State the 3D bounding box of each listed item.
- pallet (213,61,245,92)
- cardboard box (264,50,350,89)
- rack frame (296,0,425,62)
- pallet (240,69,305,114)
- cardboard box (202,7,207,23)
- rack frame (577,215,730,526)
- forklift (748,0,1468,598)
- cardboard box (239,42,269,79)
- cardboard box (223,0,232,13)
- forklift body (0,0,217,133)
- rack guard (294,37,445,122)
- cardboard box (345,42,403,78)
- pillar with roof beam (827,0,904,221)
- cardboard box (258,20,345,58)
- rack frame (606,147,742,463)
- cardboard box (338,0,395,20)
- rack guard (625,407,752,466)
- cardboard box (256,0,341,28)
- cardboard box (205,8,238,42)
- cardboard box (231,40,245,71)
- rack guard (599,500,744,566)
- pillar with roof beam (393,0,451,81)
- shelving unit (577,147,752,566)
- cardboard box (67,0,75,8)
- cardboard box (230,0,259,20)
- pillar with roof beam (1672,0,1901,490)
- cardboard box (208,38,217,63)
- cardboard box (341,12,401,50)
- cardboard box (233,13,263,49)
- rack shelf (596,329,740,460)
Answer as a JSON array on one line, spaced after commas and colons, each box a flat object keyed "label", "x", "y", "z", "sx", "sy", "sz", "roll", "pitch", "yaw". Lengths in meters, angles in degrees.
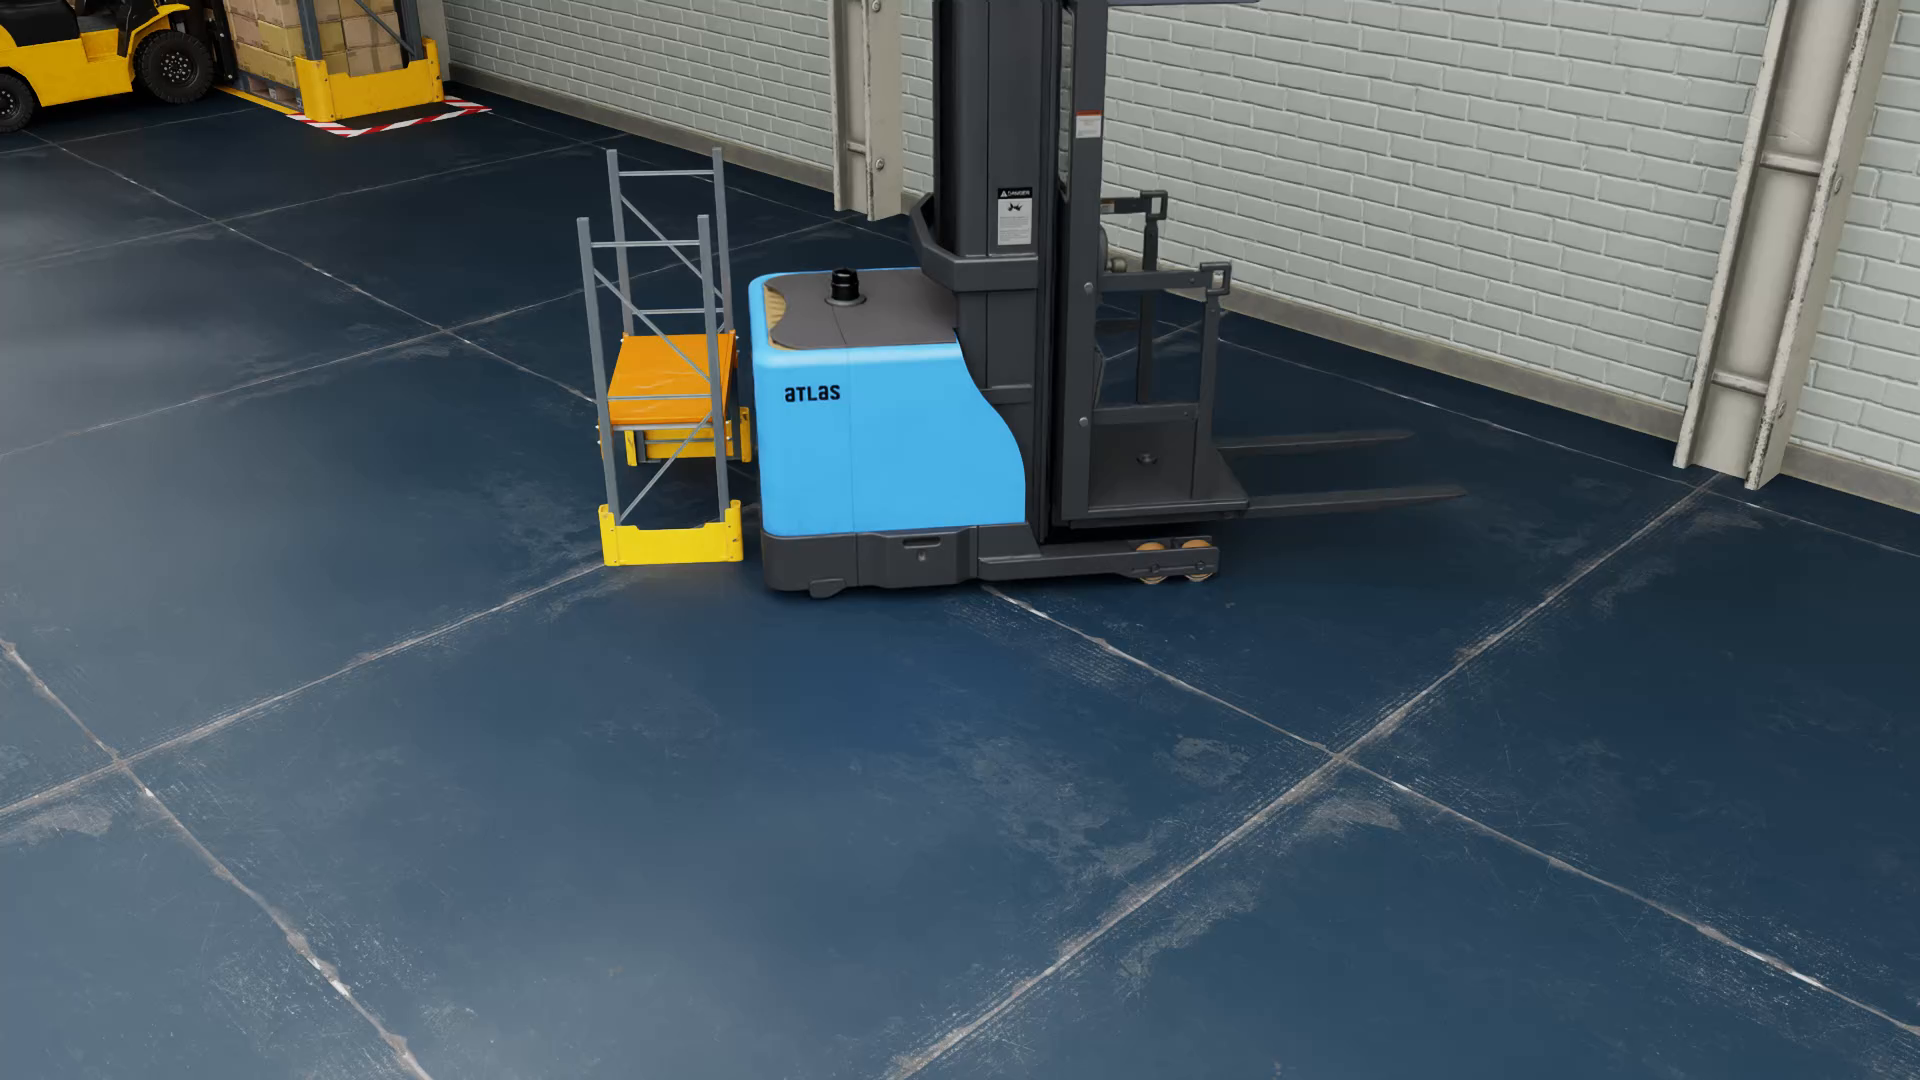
[{"label": "pallet", "x": -6.489, "y": -4.460, "z": 15.505, "sx": 1.213, "sy": 0.211, "sz": 1.003, "roll": 25, "pitch": 36, "yaw": 38}, {"label": "cardboard box", "x": -5.605, "y": -4.078, "z": 14.285, "sx": 0.500, "sy": 0.250, "sz": 0.500, "roll": 25, "pitch": 37, "yaw": 39}, {"label": "rack frame", "x": -5.048, "y": -5.060, "z": 13.651, "sx": 0.127, "sy": 3.000, "sz": 1.000, "roll": 25, "pitch": 36, "yaw": 38}, {"label": "pallet", "x": -5.623, "y": -4.062, "z": 14.748, "sx": 1.213, "sy": 0.211, "sz": 1.003, "roll": 25, "pitch": 36, "yaw": 38}, {"label": "cardboard box", "x": -6.702, "y": -4.799, "z": 15.119, "sx": 0.500, "sy": 0.250, "sz": 0.500, "roll": 24, "pitch": 36, "yaw": 38}, {"label": "rack frame", "x": -1.216, "y": -0.574, "z": 6.731, "sx": 0.500, "sy": 1.500, "sz": 0.032, "roll": -2, "pitch": 28, "yaw": -4}, {"label": "forklift", "x": 0.643, "y": -1.359, "z": 6.684, "sx": 3.031, "sy": 2.935, "sz": 1.130, "roll": -4, "pitch": 28, "yaw": -7}, {"label": "cardboard box", "x": -5.953, "y": -4.243, "z": 14.599, "sx": 0.500, "sy": 0.250, "sz": 0.500, "roll": 25, "pitch": 36, "yaw": 38}, {"label": "cardboard box", "x": -6.330, "y": -4.844, "z": 14.669, "sx": 0.500, "sy": 0.250, "sz": 0.500, "roll": -25, "pitch": 37, "yaw": -39}, {"label": "forklift body", "x": -7.679, "y": -4.698, "z": 13.873, "sx": 1.214, "sy": 2.155, "sz": 2.313, "roll": 25, "pitch": 36, "yaw": 38}, {"label": "rack guard", "x": -5.031, "y": -3.946, "z": 14.217, "sx": 0.348, "sy": 0.500, "sz": 1.175, "roll": 25, "pitch": 36, "yaw": 38}, {"label": "cardboard box", "x": -5.261, "y": -4.254, "z": 14.621, "sx": 0.500, "sy": 0.250, "sz": 0.500, "roll": 25, "pitch": 37, "yaw": 39}, {"label": "pillar with roof beam", "x": -3.653, "y": -4.855, "z": 6.815, "sx": 0.400, "sy": 9.000, "sz": 9.100, "roll": 25, "pitch": 36, "yaw": 38}, {"label": "cardboard box", "x": -5.614, "y": -4.305, "z": 14.181, "sx": 0.500, "sy": 0.250, "sz": 0.500, "roll": 24, "pitch": 36, "yaw": 38}, {"label": "rack frame", "x": -1.294, "y": -1.046, "z": 7.628, "sx": 0.500, "sy": 1.500, "sz": 0.032, "roll": -2, "pitch": 28, "yaw": -4}, {"label": "cardboard box", "x": -5.258, "y": -4.691, "z": 14.378, "sx": 0.500, "sy": 0.250, "sz": 0.500, "roll": 24, "pitch": 36, "yaw": 38}, {"label": "rack guard", "x": -1.294, "y": -0.492, "z": 7.918, "sx": 0.587, "sy": 0.250, "sz": 0.087, "roll": -2, "pitch": 28, "yaw": -4}, {"label": "cardboard box", "x": -5.595, "y": -4.518, "z": 14.049, "sx": 0.500, "sy": 0.250, "sz": 0.500, "roll": -24, "pitch": 36, "yaw": -38}, {"label": "cardboard box", "x": -6.347, "y": -4.634, "z": 14.806, "sx": 0.500, "sy": 0.250, "sz": 0.500, "roll": 24, "pitch": 36, "yaw": 37}, {"label": "cardboard box", "x": -6.303, "y": -4.409, "z": 14.916, "sx": 0.500, "sy": 0.250, "sz": 0.500, "roll": -25, "pitch": 37, "yaw": -39}, {"label": "rack guard", "x": -1.217, "y": -0.030, "z": 7.039, "sx": 0.587, "sy": 0.250, "sz": 0.087, "roll": -2, "pitch": 28, "yaw": -4}, {"label": "pillar with roof beam", "x": -7.931, "y": -6.813, "z": 10.538, "sx": 0.400, "sy": 9.000, "sz": 9.100, "roll": 25, "pitch": 36, "yaw": 38}, {"label": "shelving unit", "x": -1.256, "y": -0.814, "z": 7.187, "sx": 0.587, "sy": 1.500, "sz": 1.083, "roll": -2, "pitch": 28, "yaw": -4}, {"label": "cardboard box", "x": -8.828, "y": -5.923, "z": 17.391, "sx": 0.625, "sy": 0.625, "sz": 0.875, "roll": 24, "pitch": 36, "yaw": 38}, {"label": "cardboard box", "x": -5.963, "y": -4.683, "z": 14.362, "sx": 0.500, "sy": 0.250, "sz": 0.500, "roll": -25, "pitch": 36, "yaw": -38}, {"label": "pillar with roof beam", "x": 0.626, "y": -2.898, "z": 3.092, "sx": 0.400, "sy": 9.000, "sz": 9.100, "roll": 25, "pitch": 36, "yaw": 38}, {"label": "cardboard box", "x": -6.689, "y": -4.571, "z": 15.224, "sx": 0.500, "sy": 0.250, "sz": 0.500, "roll": -24, "pitch": 36, "yaw": -38}, {"label": "cardboard box", "x": -5.238, "y": -4.473, "z": 14.499, "sx": 0.500, "sy": 0.250, "sz": 0.500, "roll": -25, "pitch": 36, "yaw": -38}, {"label": "cardboard box", "x": -5.965, "y": -4.473, "z": 14.499, "sx": 0.500, "sy": 0.250, "sz": 0.500, "roll": 24, "pitch": 36, "yaw": 38}, {"label": "rack shelf", "x": -1.255, "y": -0.651, "z": 7.263, "sx": 0.538, "sy": 0.185, "sz": 1.000, "roll": -2, "pitch": 28, "yaw": -4}]
